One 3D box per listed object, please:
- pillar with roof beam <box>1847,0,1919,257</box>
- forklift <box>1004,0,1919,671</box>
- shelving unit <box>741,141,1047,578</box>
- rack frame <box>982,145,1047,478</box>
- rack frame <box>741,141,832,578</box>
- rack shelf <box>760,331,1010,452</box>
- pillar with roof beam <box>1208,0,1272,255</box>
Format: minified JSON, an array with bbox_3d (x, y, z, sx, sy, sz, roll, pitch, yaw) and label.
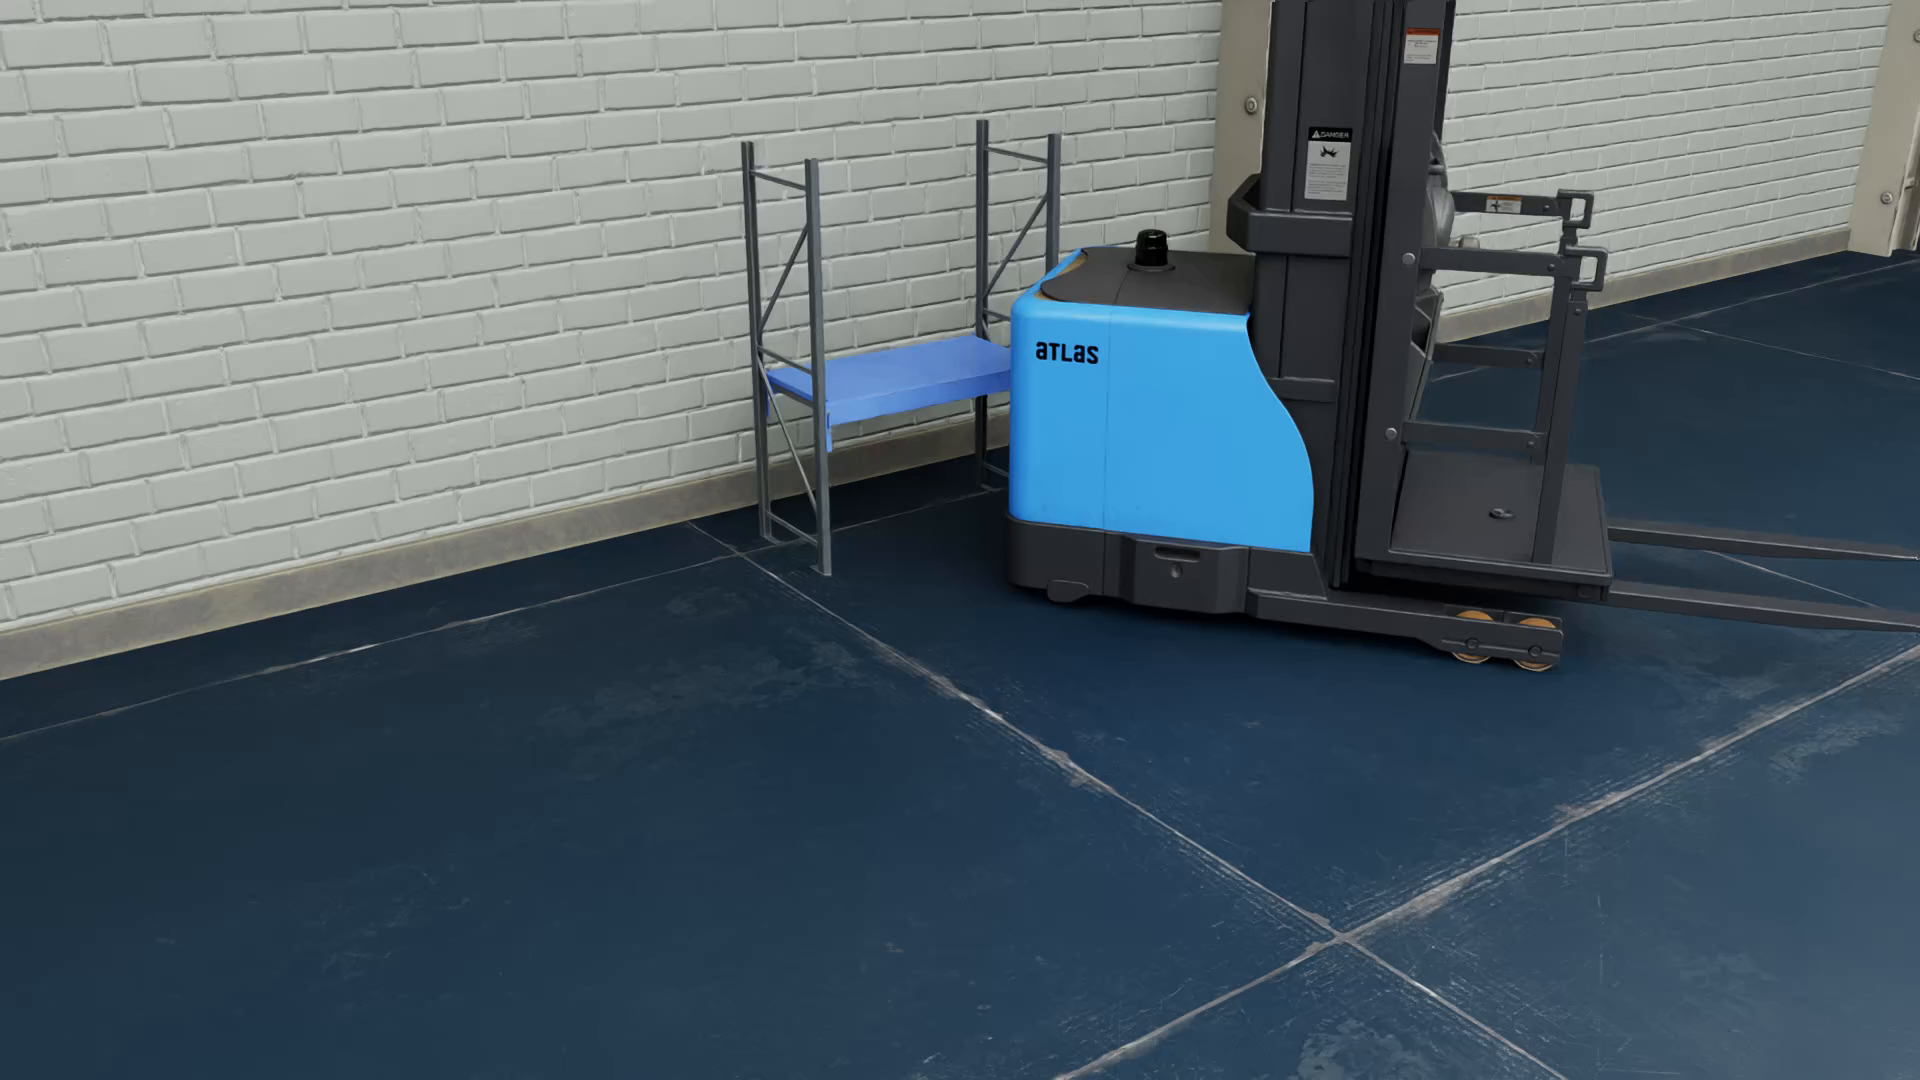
[{"bbox_3d":[8.805,-4.874,6.468,0.400,9.000,9.100,-15,26,-33],"label":"pillar with roof beam"},{"bbox_3d":[1.730,-1.161,5.351,3.031,2.935,1.130,7,23,16],"label":"forklift"},{"bbox_3d":[-0.207,-0.744,6.238,1.039,1.500,0.538,-14,26,-32],"label":"shelving unit"},{"bbox_3d":[0.215,-0.853,6.509,0.013,1.308,0.475,-14,26,-32],"label":"rack frame"},{"bbox_3d":[-0.622,-0.639,5.973,0.032,1.500,0.500,-14,26,-32],"label":"rack frame"},{"bbox_3d":[-0.203,-0.578,6.307,1.000,0.185,0.538,-14,26,-32],"label":"rack shelf"},{"bbox_3d":[3.934,-3.575,3.213,0.400,9.000,9.100,-15,26,-33],"label":"pillar with roof beam"}]
